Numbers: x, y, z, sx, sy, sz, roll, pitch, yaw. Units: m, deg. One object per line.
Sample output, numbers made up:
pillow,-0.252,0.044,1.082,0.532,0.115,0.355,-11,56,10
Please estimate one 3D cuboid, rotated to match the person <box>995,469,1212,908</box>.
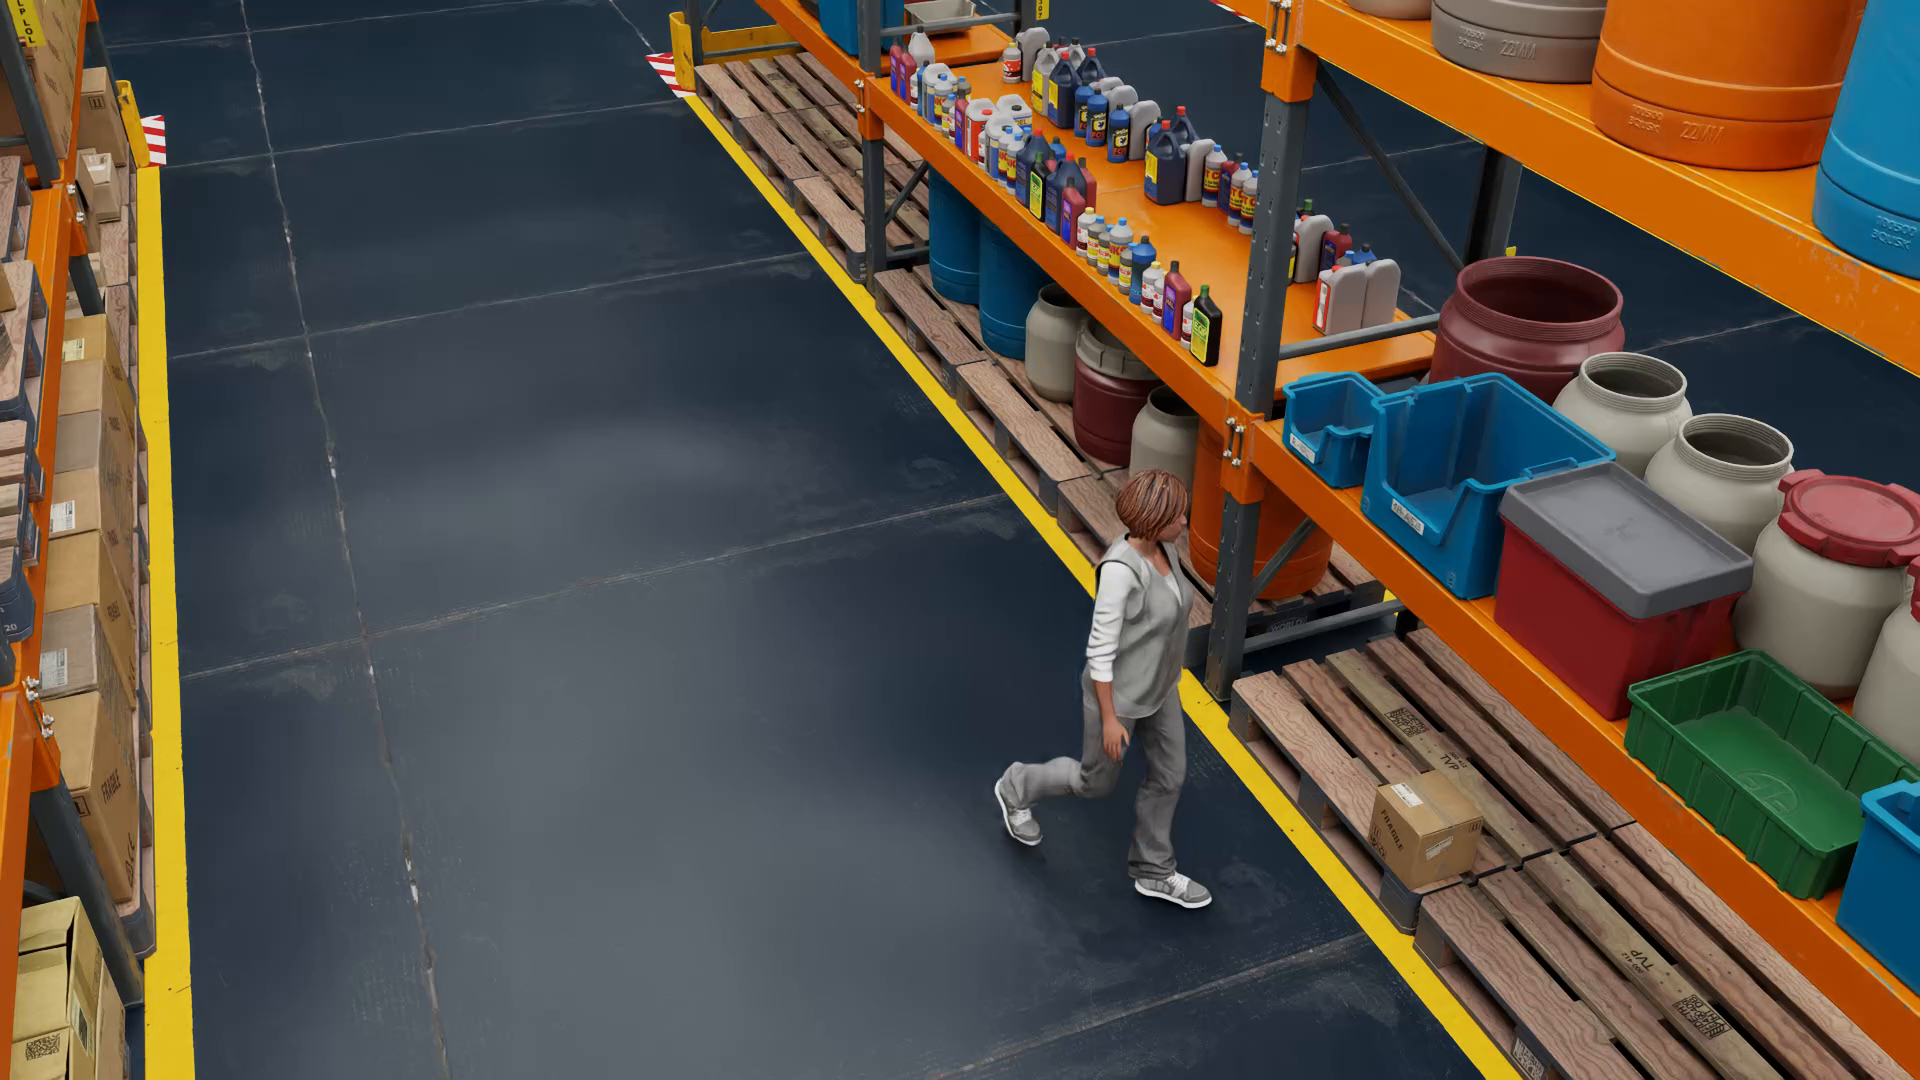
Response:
person,0.513,0.482,5.435,0.824,1.550,0.480,22,39,29
